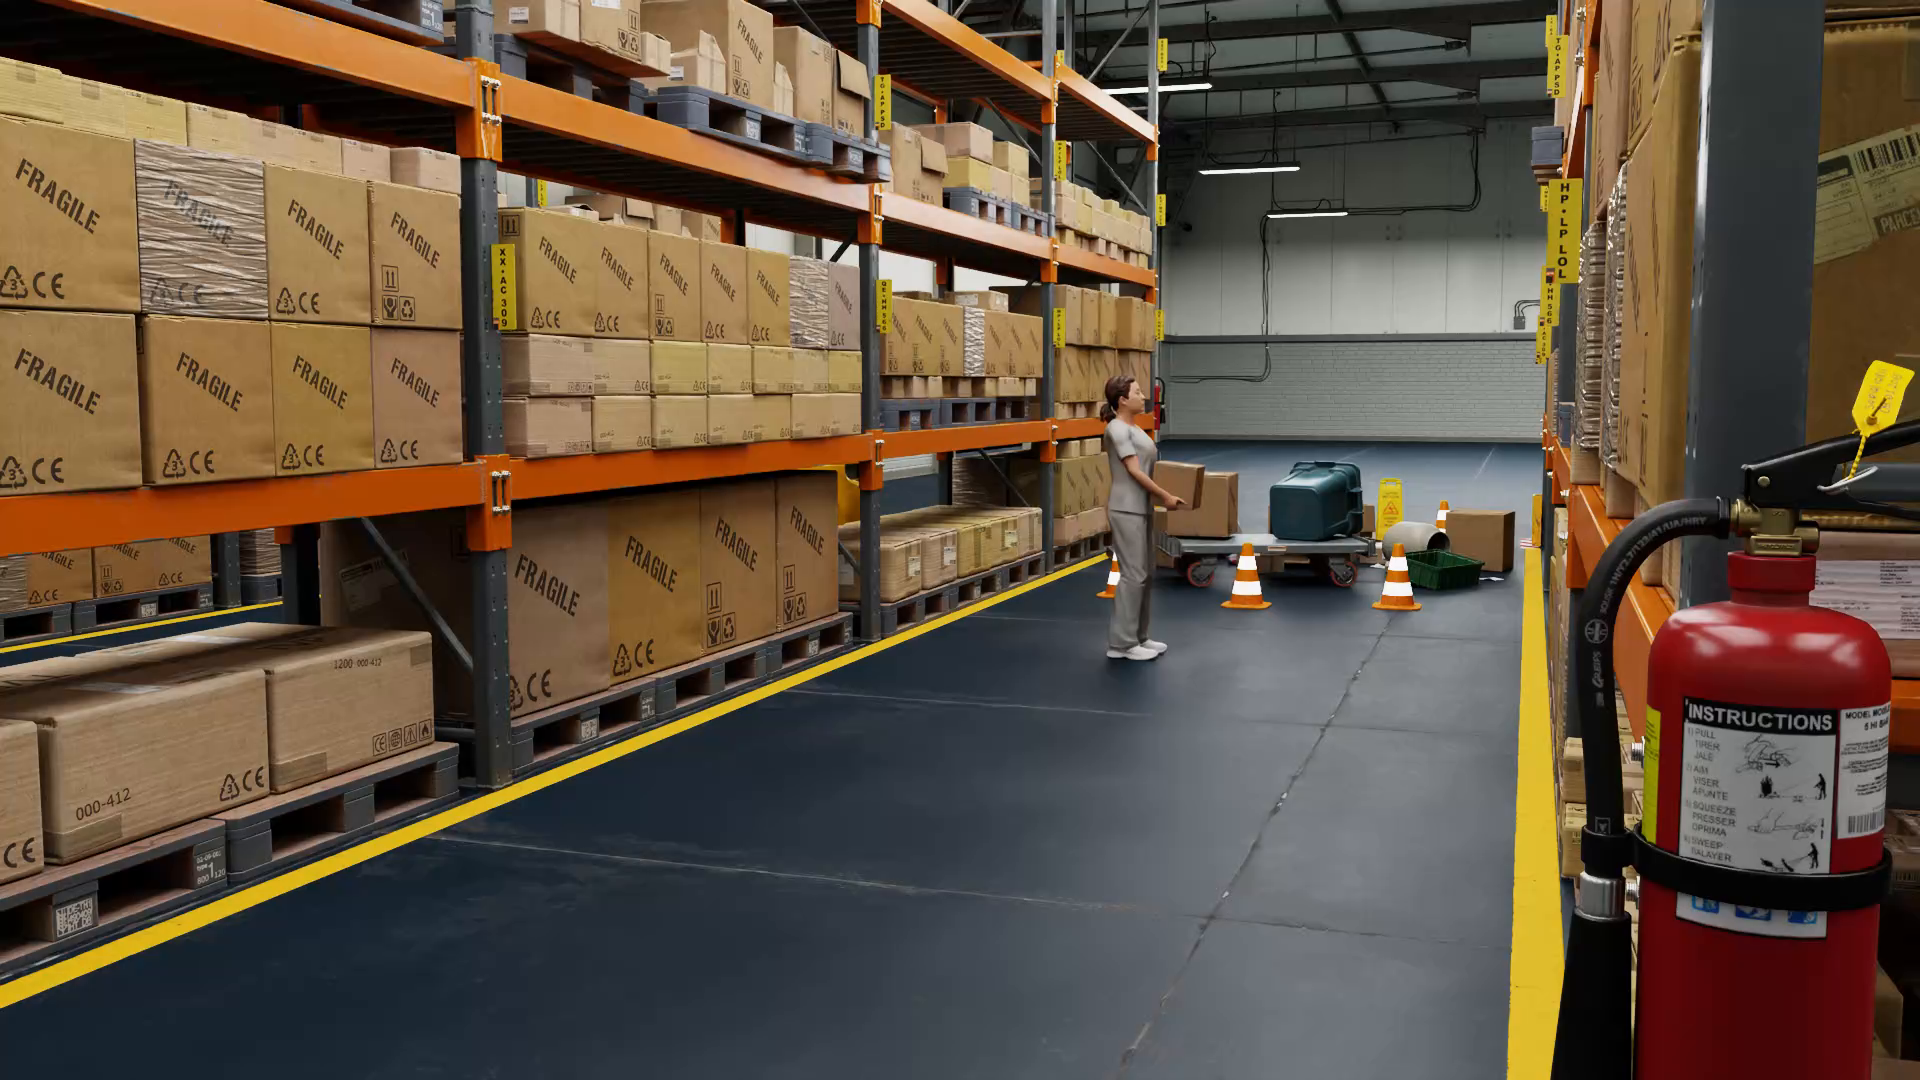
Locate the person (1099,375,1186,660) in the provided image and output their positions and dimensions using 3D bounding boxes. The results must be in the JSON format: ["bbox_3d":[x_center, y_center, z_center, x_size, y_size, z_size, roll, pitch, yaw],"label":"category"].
[{"bbox_3d":[1.080,-0.140,9.777,0.560,1.662,0.438,2,6,19],"label":"person"}]
